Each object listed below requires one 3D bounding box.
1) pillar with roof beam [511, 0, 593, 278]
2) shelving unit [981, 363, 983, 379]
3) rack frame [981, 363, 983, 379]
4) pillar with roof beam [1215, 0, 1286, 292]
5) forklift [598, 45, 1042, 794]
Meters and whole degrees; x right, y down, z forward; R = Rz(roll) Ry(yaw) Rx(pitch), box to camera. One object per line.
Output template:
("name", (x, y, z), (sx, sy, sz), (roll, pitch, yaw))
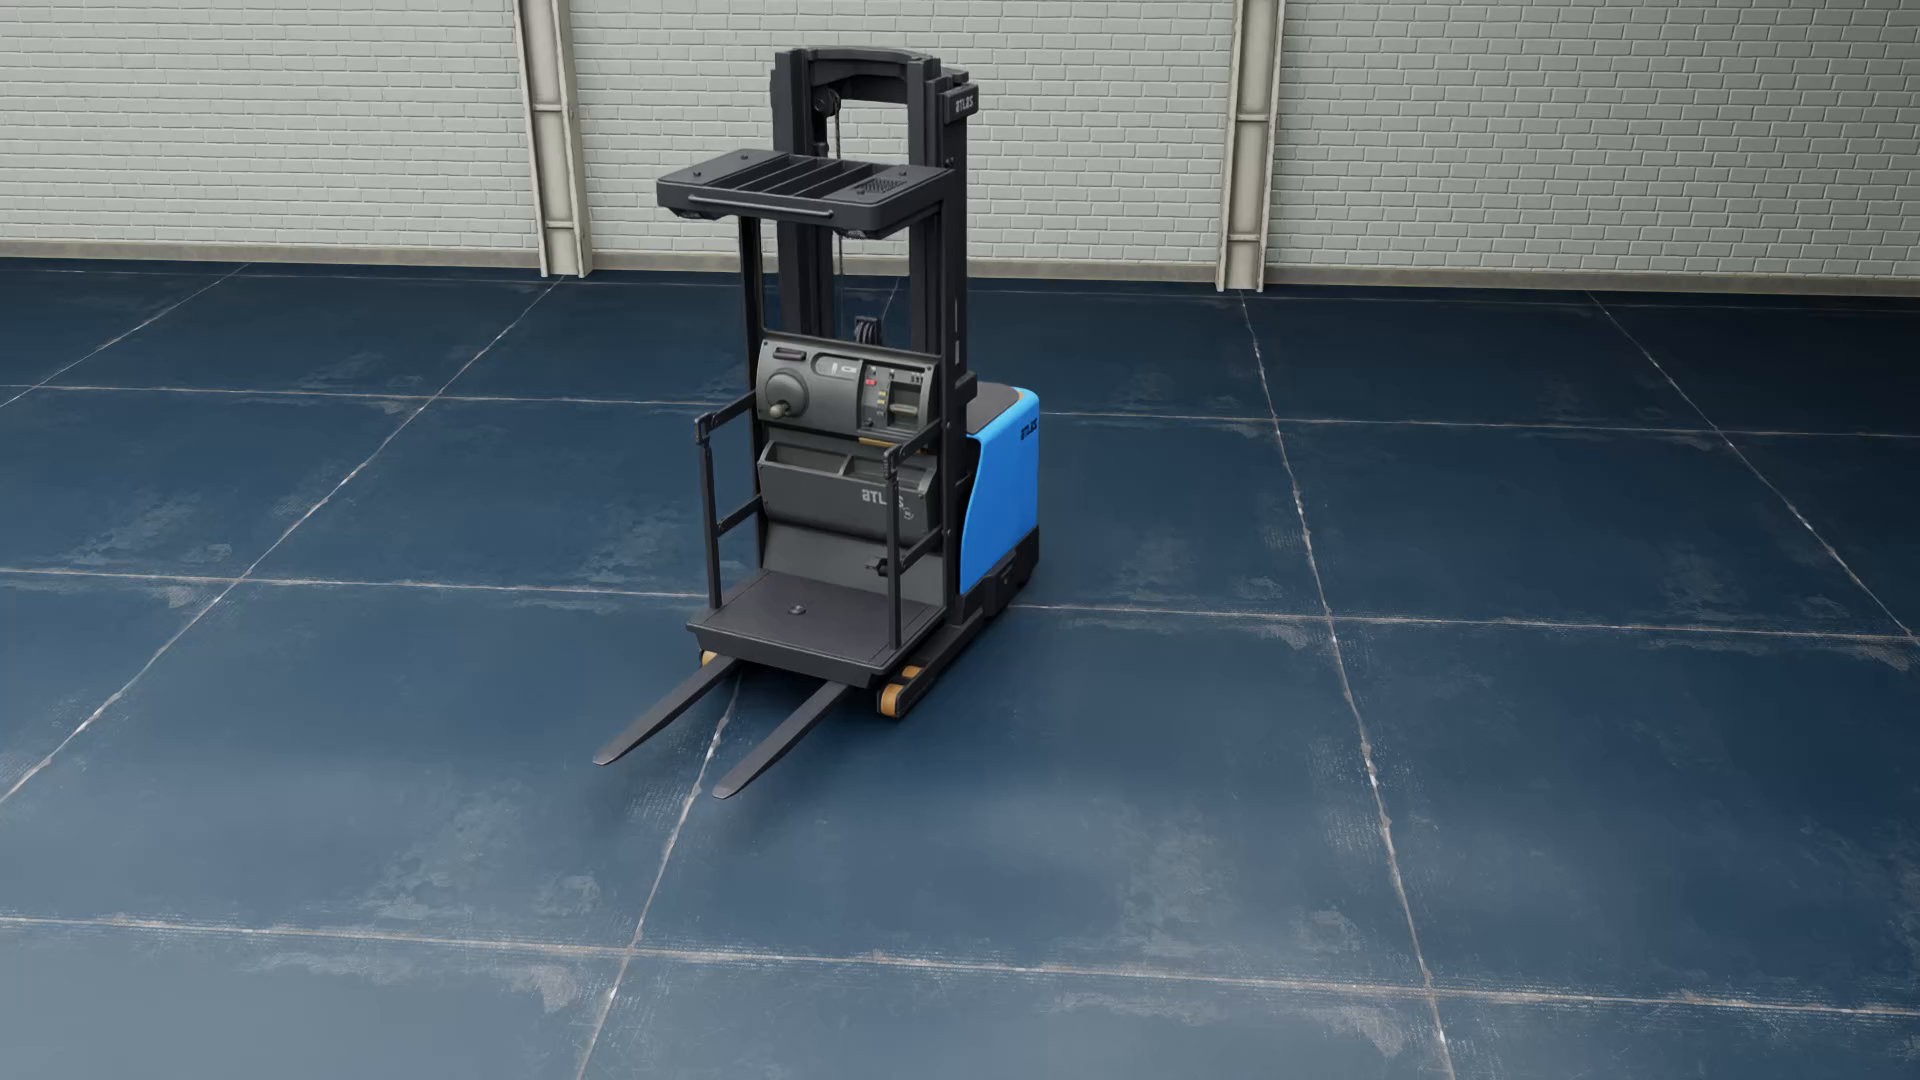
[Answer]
("pillar with roof beam", (-3.866, -4.707, 9.214), (0.400, 9.000, 9.100), (2, 25, 4))
("shelving unit", (-0.015, -0.498, 9.575), (0.252, 1.050, 0.215), (5, 25, 11))
("rack frame", (0.104, -0.487, 9.553), (0.008, 1.050, 0.200), (5, 25, 11))
("pillar with roof beam", (2.116, -4.515, 8.797), (0.400, 9.000, 9.100), (2, 25, 4))
("forklift", (-0.623, -0.705, 7.776), (1.130, 2.935, 3.031), (11, 27, 23))
